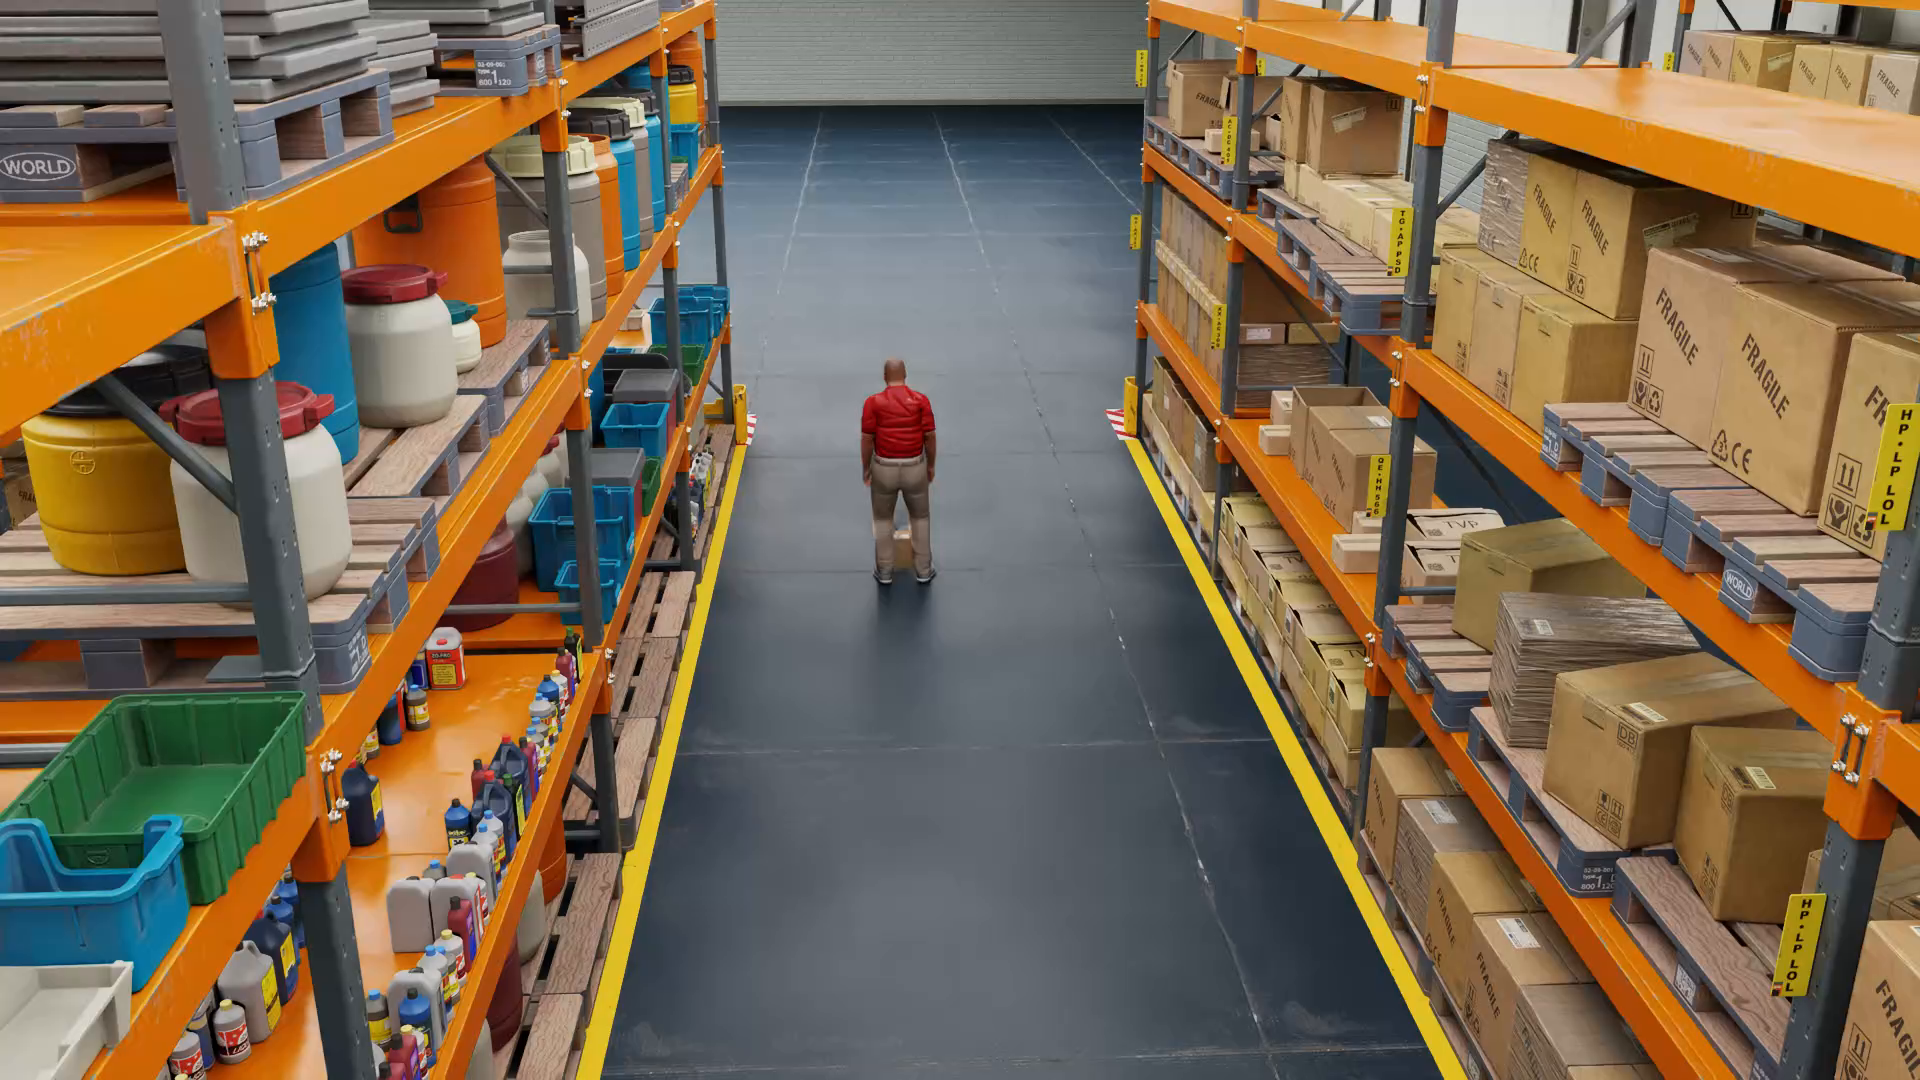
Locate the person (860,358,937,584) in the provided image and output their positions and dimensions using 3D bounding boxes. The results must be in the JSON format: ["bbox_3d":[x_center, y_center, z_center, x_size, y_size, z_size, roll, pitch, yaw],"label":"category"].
[{"bbox_3d":[-0.458,-0.513,12.486,0.574,1.727,0.390,-2,20,-5],"label":"person"}]
